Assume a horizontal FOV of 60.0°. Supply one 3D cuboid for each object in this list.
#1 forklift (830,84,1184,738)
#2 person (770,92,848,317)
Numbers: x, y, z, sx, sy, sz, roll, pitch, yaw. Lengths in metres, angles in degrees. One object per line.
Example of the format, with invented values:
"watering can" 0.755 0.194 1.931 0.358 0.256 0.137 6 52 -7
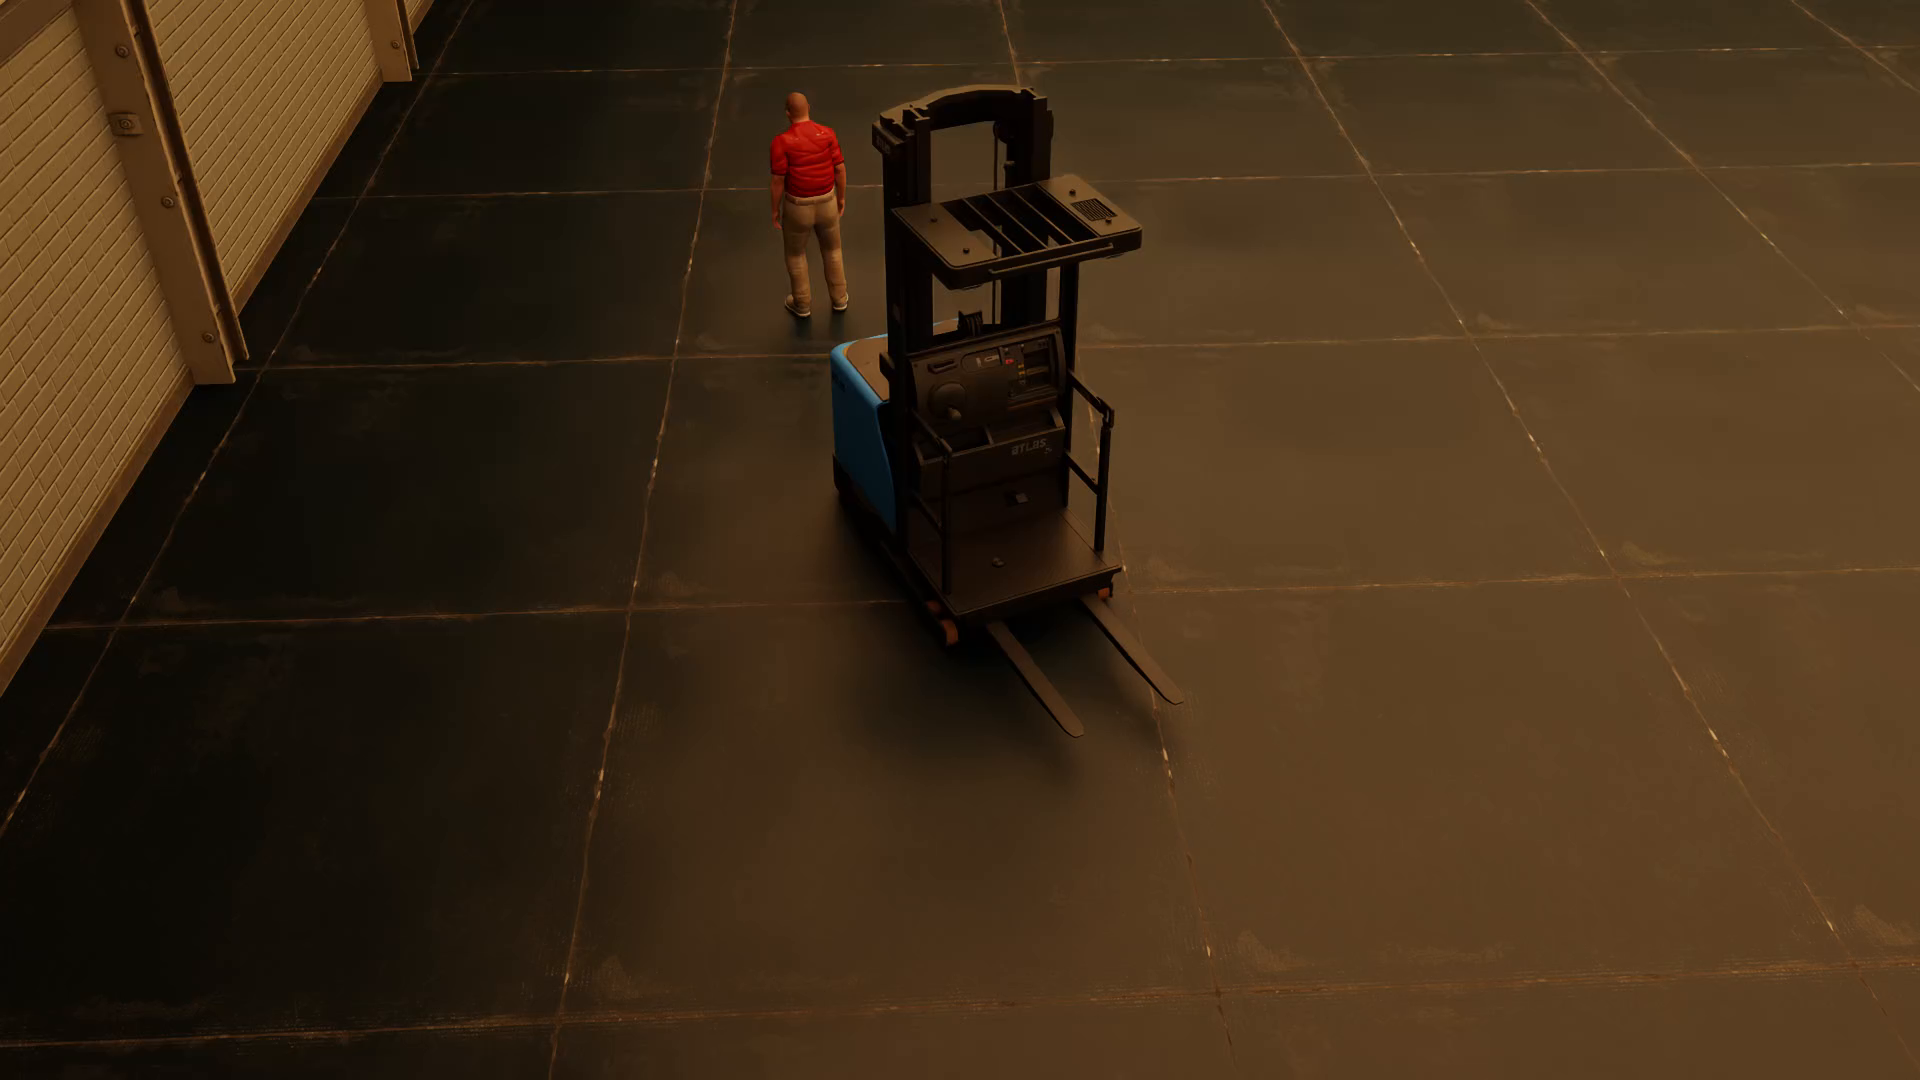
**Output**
"forklift" 0.258 -0.860 9.192 1.130 2.935 3.031 -15 39 -20
"person" -1.132 -2.504 12.470 0.601 1.726 0.399 -13 38 -18
